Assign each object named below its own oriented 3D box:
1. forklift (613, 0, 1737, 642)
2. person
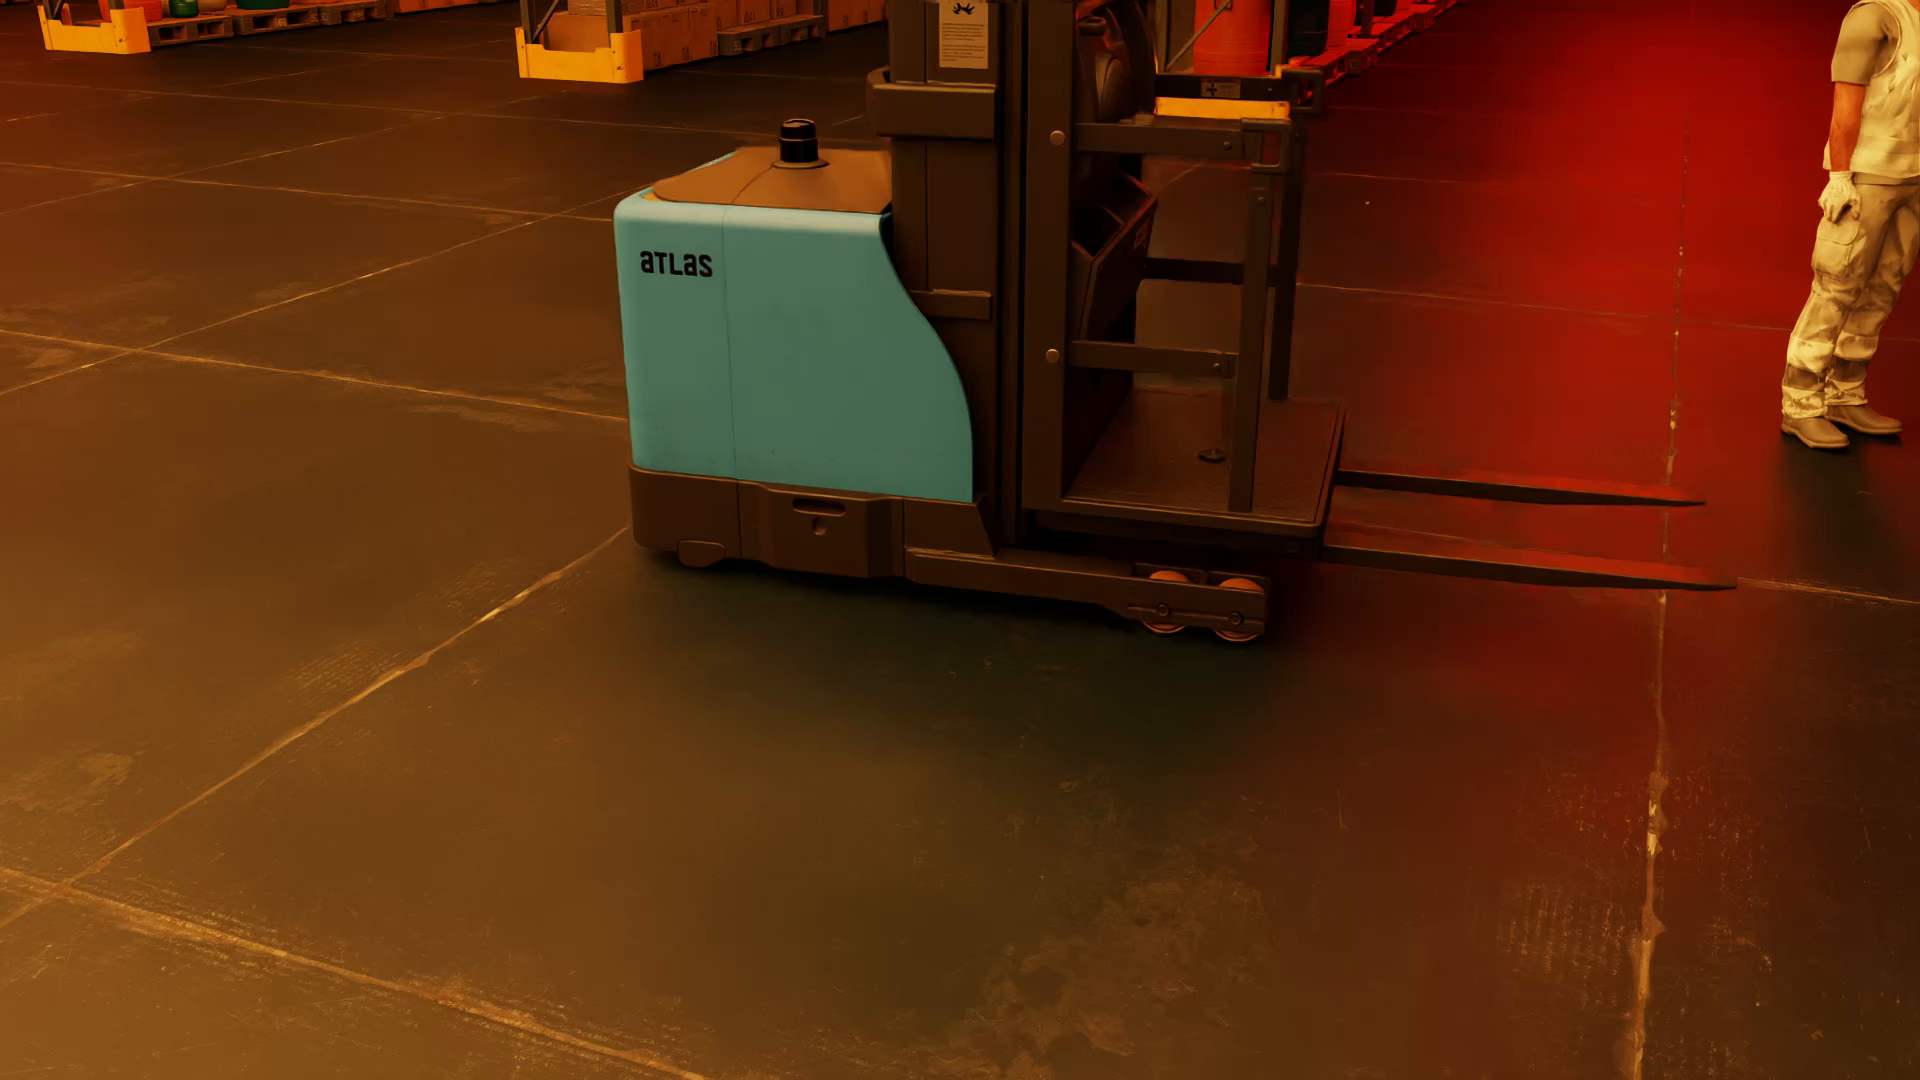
[{"bbox_3d":[0.608,-1.308,4.421,3.031,2.935,1.130,6,23,14],"label":"forklift"},{"bbox_3d":[3.177,-1.221,5.696,0.535,1.794,0.374,-11,25,-25],"label":"person"}]
